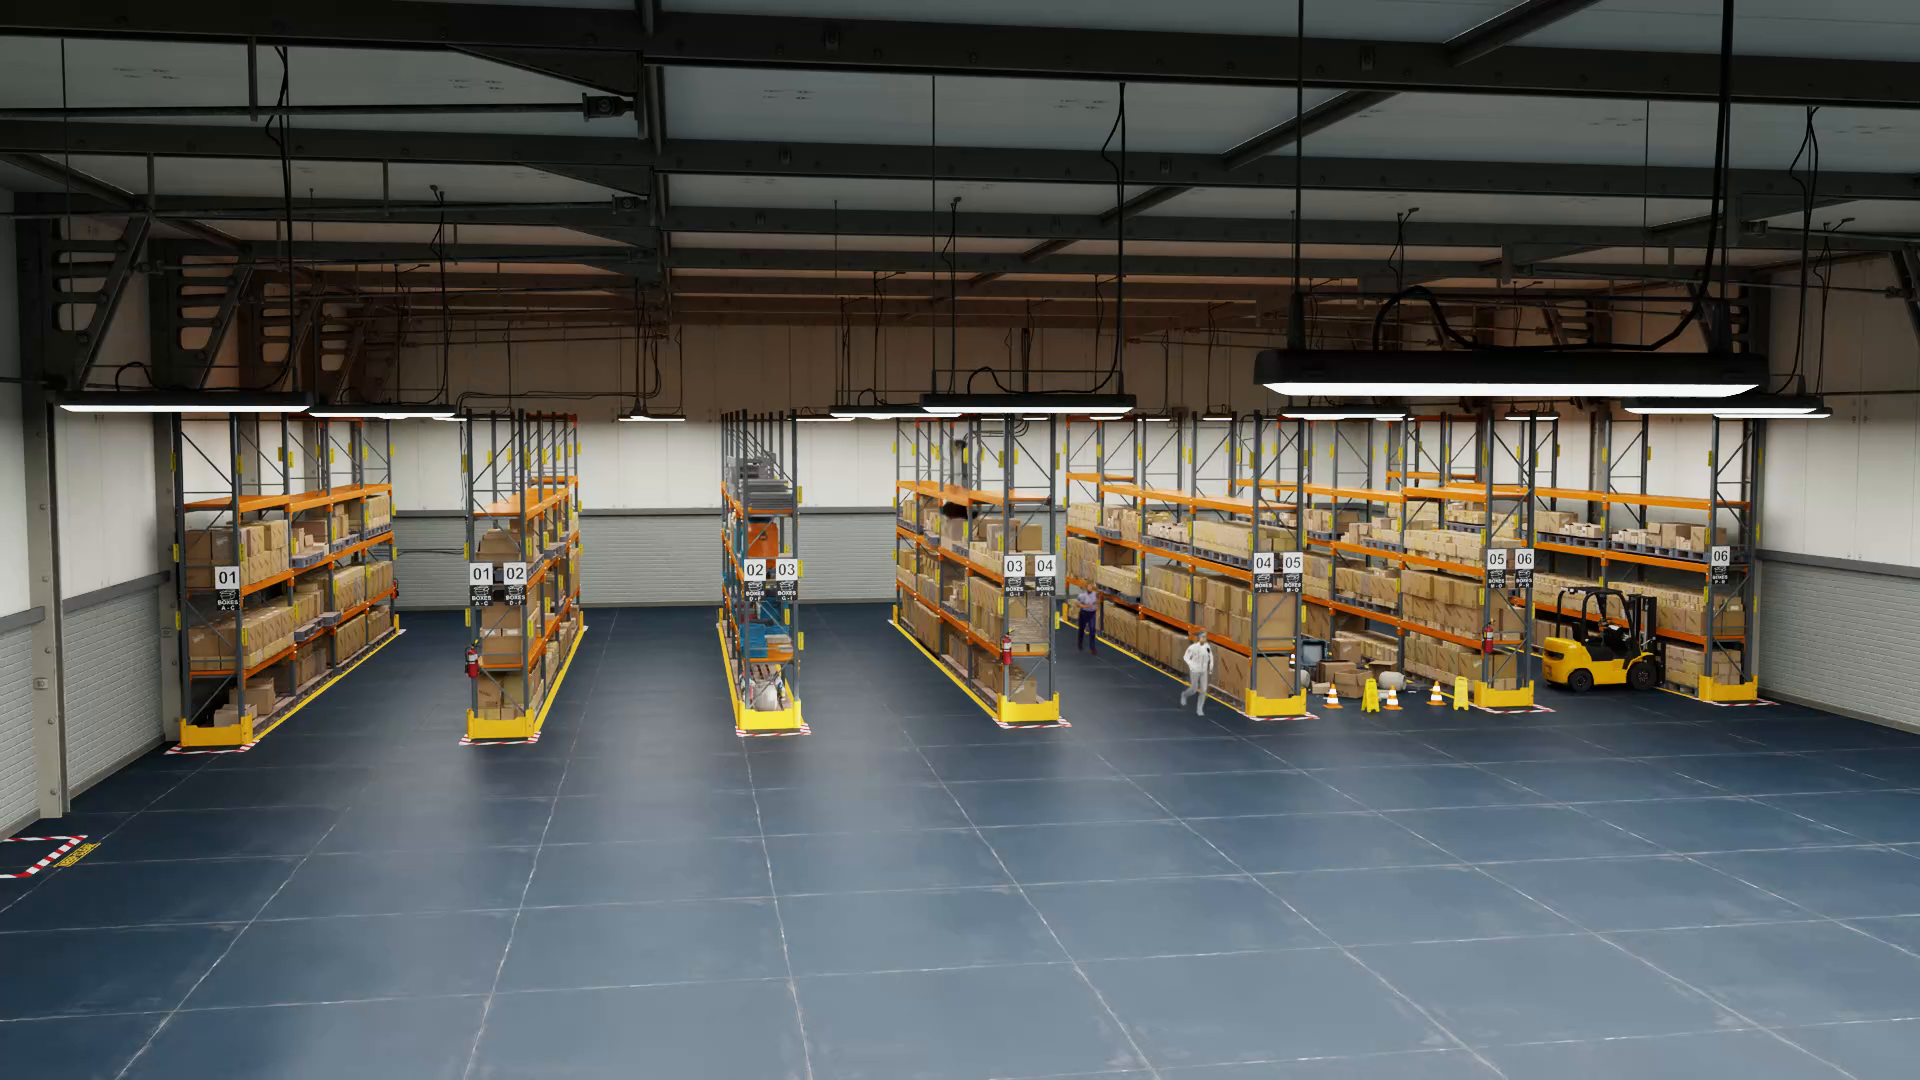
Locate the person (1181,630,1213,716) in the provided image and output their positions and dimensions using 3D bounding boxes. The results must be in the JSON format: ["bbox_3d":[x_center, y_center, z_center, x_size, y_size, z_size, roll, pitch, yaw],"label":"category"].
[{"bbox_3d":[4.739,2.617,33.031,0.668,1.689,0.741,-2,4,-22],"label":"person"}]

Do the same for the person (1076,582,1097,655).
[{"bbox_3d":[3.043,1.855,39.774,0.628,1.711,0.871,-1,4,-20],"label":"person"}]

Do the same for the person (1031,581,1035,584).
[{"bbox_3d":[2.121,1.418,49.074,0.960,1.777,0.651,-3,5,-37],"label":"person"}]
